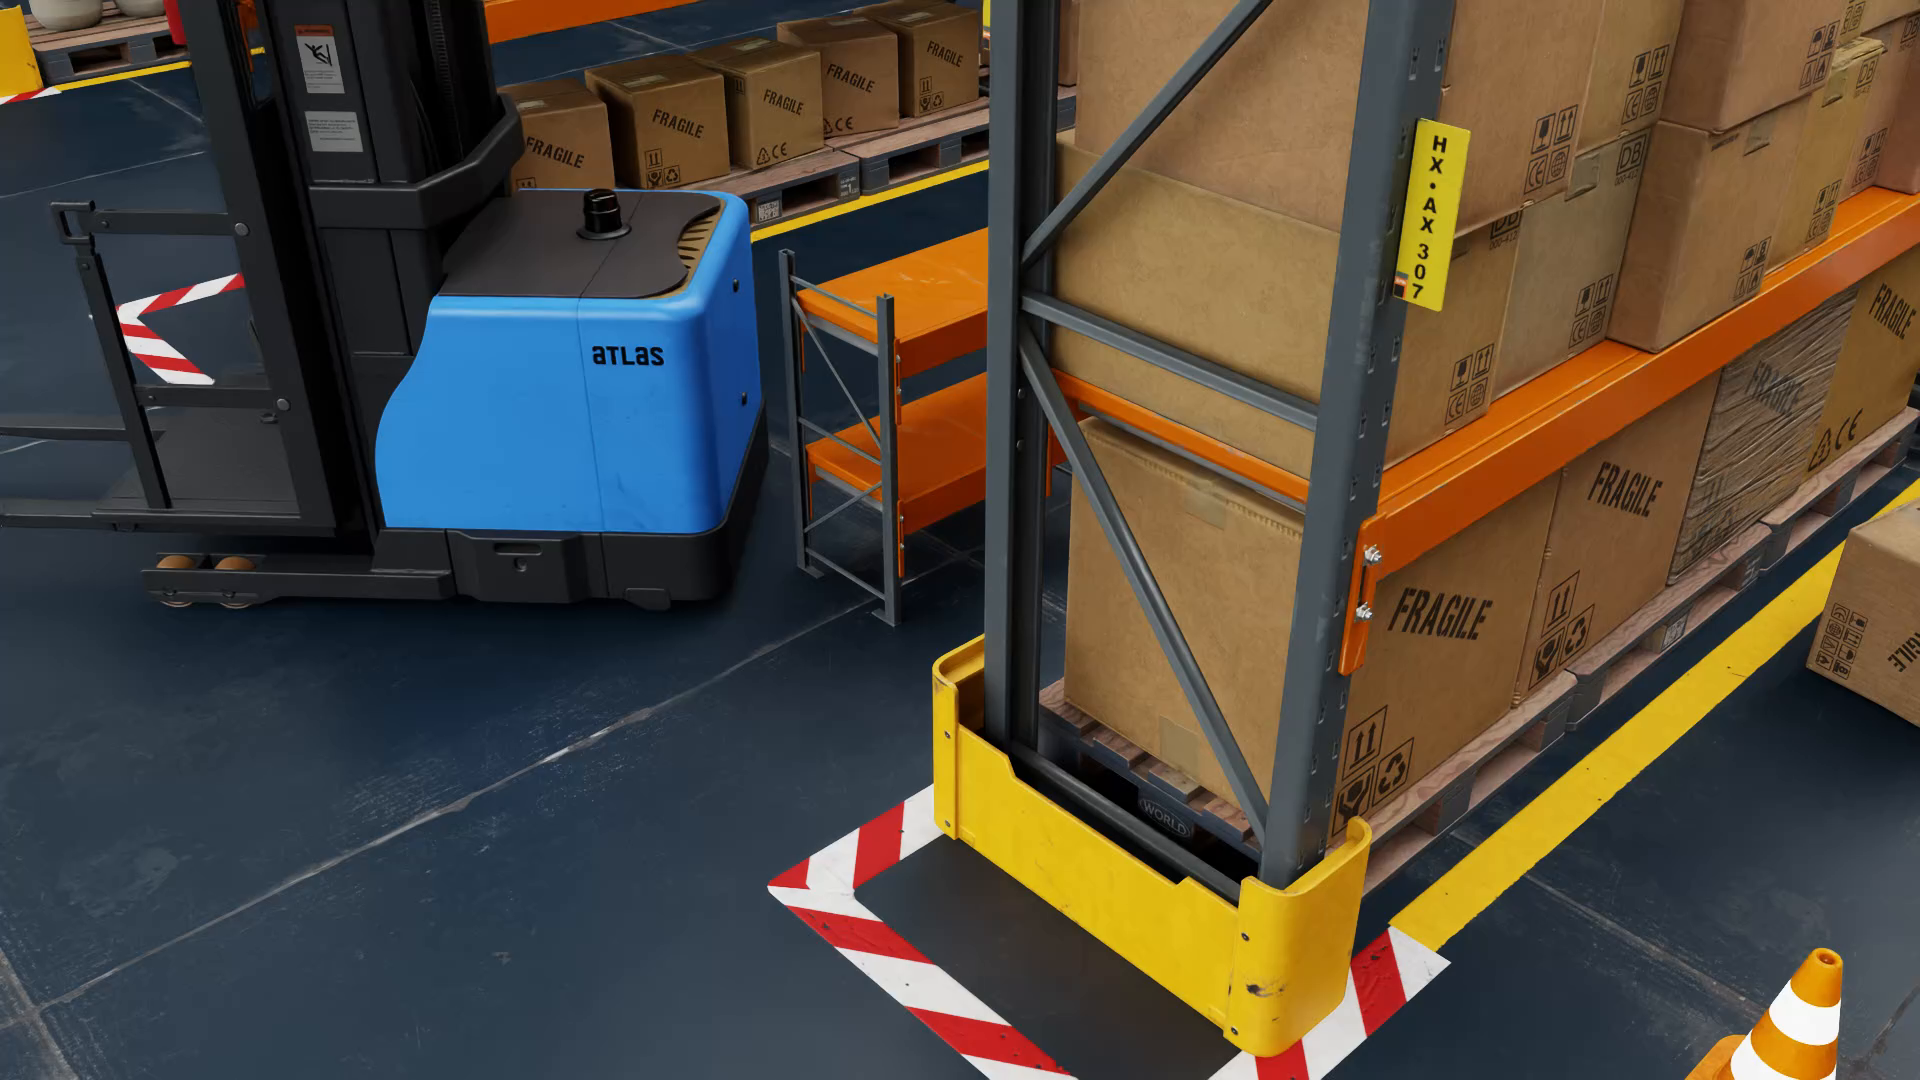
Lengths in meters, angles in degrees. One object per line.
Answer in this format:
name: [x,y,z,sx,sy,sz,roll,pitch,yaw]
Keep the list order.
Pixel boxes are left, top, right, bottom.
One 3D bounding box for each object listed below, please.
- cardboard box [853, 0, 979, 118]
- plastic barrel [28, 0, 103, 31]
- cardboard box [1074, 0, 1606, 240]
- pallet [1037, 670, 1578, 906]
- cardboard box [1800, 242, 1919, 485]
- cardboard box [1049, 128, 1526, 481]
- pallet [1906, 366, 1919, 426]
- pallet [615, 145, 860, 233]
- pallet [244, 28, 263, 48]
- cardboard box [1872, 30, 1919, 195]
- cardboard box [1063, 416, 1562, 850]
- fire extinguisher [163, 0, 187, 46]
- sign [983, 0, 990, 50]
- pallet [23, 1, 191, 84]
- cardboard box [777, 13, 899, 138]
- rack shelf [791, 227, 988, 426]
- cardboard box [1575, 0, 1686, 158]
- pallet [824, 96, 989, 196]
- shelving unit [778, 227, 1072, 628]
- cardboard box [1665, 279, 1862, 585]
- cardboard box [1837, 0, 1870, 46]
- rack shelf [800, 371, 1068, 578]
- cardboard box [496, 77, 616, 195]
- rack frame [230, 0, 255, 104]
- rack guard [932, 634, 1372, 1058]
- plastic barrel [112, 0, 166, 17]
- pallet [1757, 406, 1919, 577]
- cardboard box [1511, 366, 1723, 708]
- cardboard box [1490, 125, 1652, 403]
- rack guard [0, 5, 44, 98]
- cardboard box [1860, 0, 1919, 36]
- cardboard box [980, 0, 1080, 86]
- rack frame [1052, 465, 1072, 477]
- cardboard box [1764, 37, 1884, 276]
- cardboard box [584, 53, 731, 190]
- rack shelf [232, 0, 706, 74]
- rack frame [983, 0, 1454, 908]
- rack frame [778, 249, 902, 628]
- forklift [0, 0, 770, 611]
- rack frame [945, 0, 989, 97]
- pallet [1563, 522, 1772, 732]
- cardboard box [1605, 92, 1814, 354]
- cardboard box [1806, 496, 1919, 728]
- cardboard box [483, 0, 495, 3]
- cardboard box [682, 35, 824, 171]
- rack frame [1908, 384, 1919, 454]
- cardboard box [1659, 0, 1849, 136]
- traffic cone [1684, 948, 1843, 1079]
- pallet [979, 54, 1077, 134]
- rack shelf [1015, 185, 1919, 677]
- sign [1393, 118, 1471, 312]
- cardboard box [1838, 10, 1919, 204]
cardboard box: [-0.242,-2.711,9.301,0.500,0.500,0.500,-27,41,-37]
plastic barrel: [-5.792,-3.581,10.713,0.421,0.512,0.421,0,31,0]
cardboard box: [0.742,-1.014,3.354,0.550,0.550,0.875,-26,40,-35]
pallet: [0.977,0.504,4.724,1.213,0.211,1.003,-26,40,-35]
cardboard box: [2.868,-0.868,5.928,0.875,0.875,0.875,-25,39,-35]
cardboard box: [0.685,-0.585,3.688,0.550,0.550,0.875,-26,40,-35]
pallet: [3.891,-0.904,7.026,1.213,0.211,1.003,-26,40,-35]
pallet: [-1.285,-1.848,8.570,1.213,0.211,1.003,-26,40,-35]
pallet: [-4.705,-3.772,11.717,1.213,0.211,1.003,-26,40,-35]
cardboard box: [2.726,-1.516,5.210,0.550,0.550,0.875,-26,40,-35]
cardboard box: [0.896,0.089,4.363,0.875,0.875,0.875,-26,40,-35]
fire extinguisher: [-3.252,-2.408,6.888,0.183,0.674,0.296,-26,40,-35]
sign: [0.085,-1.180,3.468,0.005,0.325,0.100,-26,40,-35]
pallet: [-5.599,-3.342,11.013,1.213,0.211,1.003,-26,40,-35]
cardboard box: [-0.657,-2.505,8.964,0.500,0.500,0.500,-13,34,-21]
rack shelf: [0.005,-0.732,5.308,1.000,0.278,0.538,-26,40,-35]
cardboard box: [1.083,-1.244,3.731,0.550,0.550,0.875,-26,40,-35]
pallet: [-0.390,-2.283,9.282,1.213,0.211,1.003,-26,40,-35]
shelving unit: [0.005,-0.482,5.460,1.048,1.125,0.538,-26,40,-35]
cardboard box: [2.210,-0.547,5.403,0.875,0.875,0.875,-25,40,-35]
cardboard box: [1.886,-1.629,4.360,0.500,0.550,0.875,-26,40,-35]
rack shelf: [0.005,-0.274,5.588,1.000,0.278,0.538,-26,40,-35]
cardboard box: [-1.970,-1.859,7.908,0.500,0.500,0.500,-15,35,-23]
rack frame: [-2.855,-2.306,6.645,0.127,3.000,1.000,-26,40,-35]
rack guard: [0.426,0.702,4.122,0.348,0.500,1.175,-26,40,-35]
plastic barrel: [-5.424,-3.759,11.004,0.421,0.512,0.421,0,31,0]
pallet: [2.766,-0.362,6.140,1.213,0.211,1.003,-26,40,-35]
cardboard box: [1.540,-0.224,4.875,0.875,0.875,0.875,-27,40,-36]
cardboard box: [1.073,-0.789,4.021,0.550,0.550,0.875,-26,40,-35]
rack guard: [-6.199,-3.179,10.470,0.348,0.500,1.175,-26,40,-35]
cardboard box: [2.269,-1.820,4.672,0.550,0.550,0.875,-26,40,-35]
cardboard box: [0.543,-3.055,9.846,0.700,0.500,0.500,26,40,35]
rack frame: [0.378,-0.663,5.755,0.032,1.125,0.500,-26,40,-35]
cardboard box: [1.930,-1.143,4.601,0.500,0.550,0.875,-26,40,-35]
cardboard box: [-1.498,-2.074,8.259,0.500,0.500,0.500,-22,38,-31]
rack shelf: [-1.388,-2.708,7.993,4.000,0.370,1.077,-26,40,-35]
rack frame: [0.444,-0.373,3.484,0.127,3.000,1.000,-26,40,-35]
rack frame: [-0.368,-0.302,5.166,0.032,1.125,0.500,-26,40,-35]
forklift: [-2.231,-1.302,5.069,3.031,2.935,1.130,1,31,2]
rack frame: [0.078,-3.725,8.966,0.127,3.000,1.000,-26,40,-35]
pallet: [1.871,0.073,5.428,1.213,0.211,1.003,-26,40,-35]
cardboard box: [1.569,-0.940,4.267,0.550,0.550,0.875,-26,40,-35]
cardboard box: [2.936,0.217,4.913,0.500,0.500,0.500,-19,36,-28]
cardboard box: [-2.094,-2.373,6.996,0.250,0.149,0.380,-26,40,-35]
cardboard box: [-1.059,-2.254,8.555,0.500,0.500,0.500,25,39,35]
rack frame: [3.377,-1.791,5.804,0.127,3.000,1.000,-26,40,-35]
cardboard box: [1.586,-1.391,3.971,0.550,0.550,0.875,-26,40,-35]
traffic cone: [1.799,1.065,3.565,0.334,0.463,0.336,-26,40,-35]
pallet: [0.648,-2.812,10.146,1.213,0.211,1.003,-26,40,-35]
rack shelf: [1.910,-0.775,4.832,4.000,0.370,1.077,-26,40,-35]
sign: [0.817,-0.561,2.887,0.005,0.325,0.100,-26,40,-35]
cardboard box: [2.250,-1.370,4.971,0.550,0.550,0.875,-26,40,-35]
